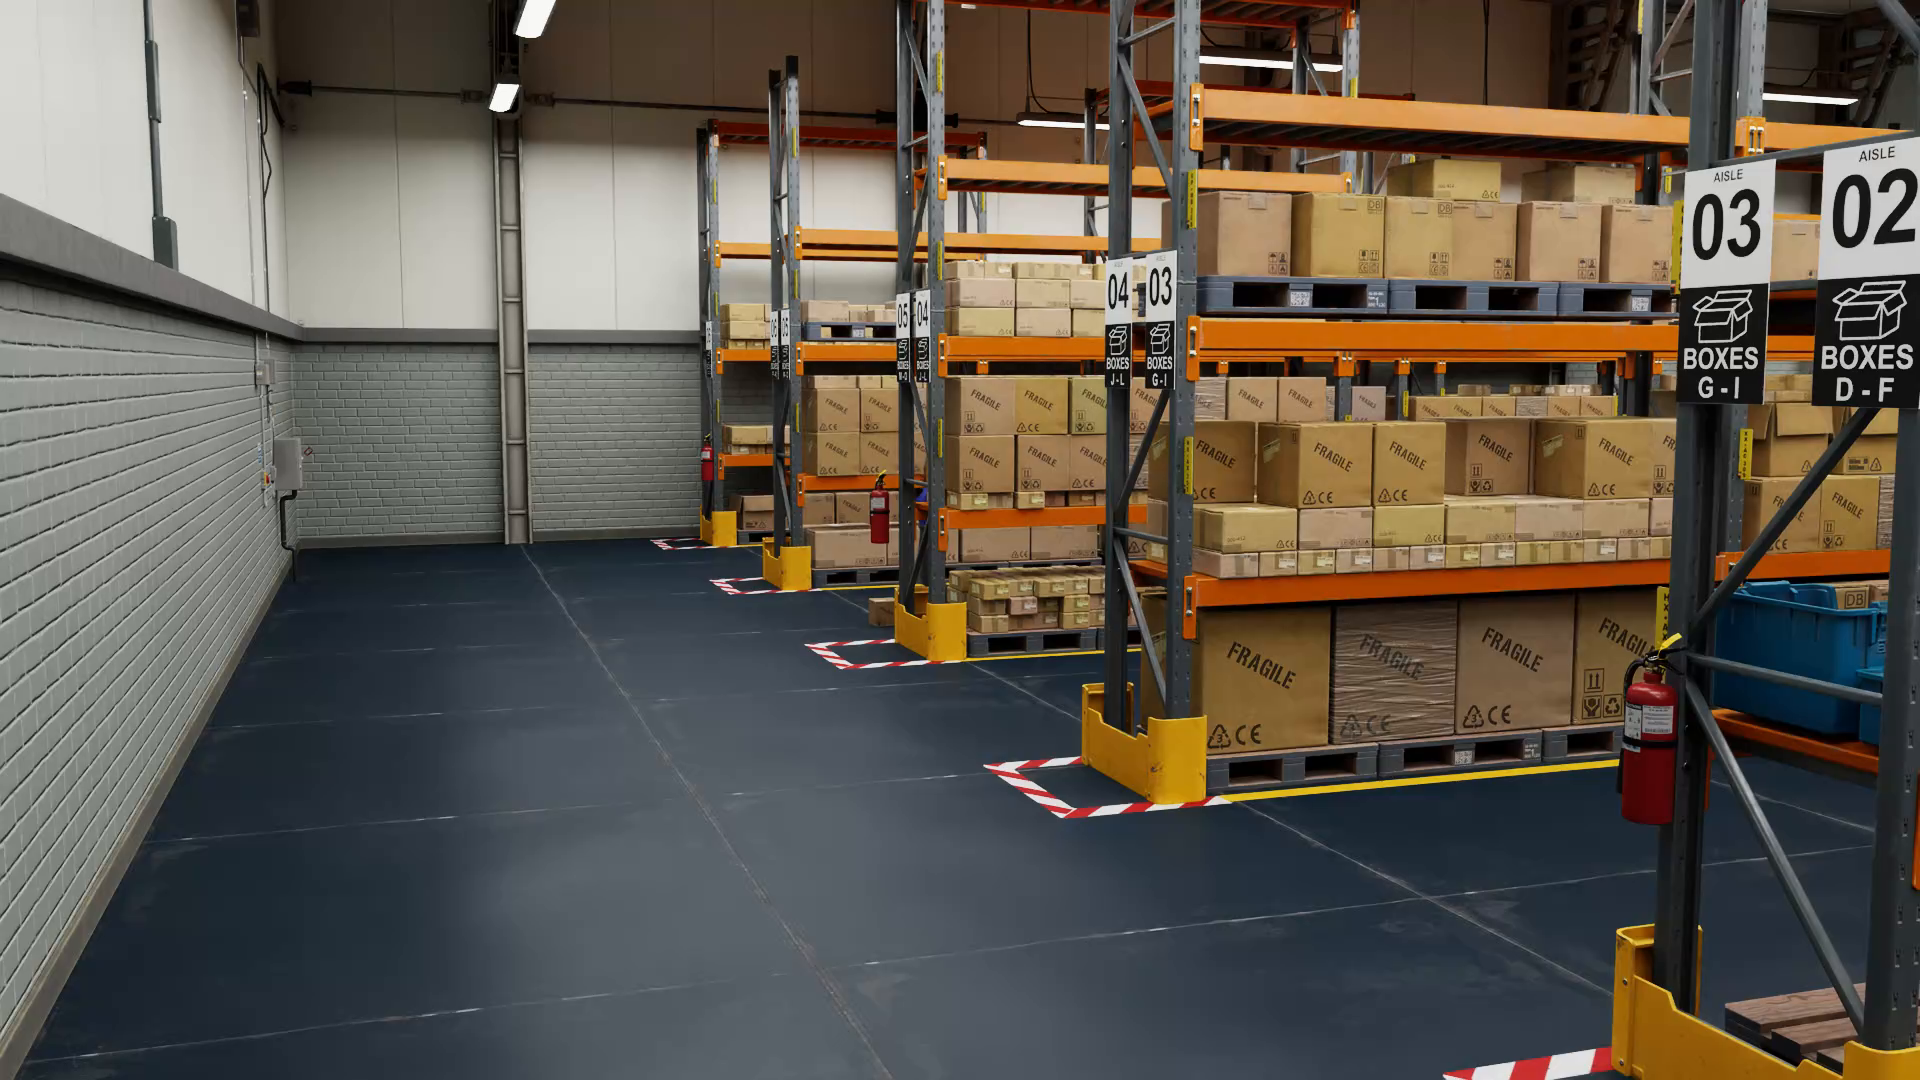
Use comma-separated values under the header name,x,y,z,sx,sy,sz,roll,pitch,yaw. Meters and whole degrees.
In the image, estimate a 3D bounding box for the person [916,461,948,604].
name,x,y,z,sx,sy,sz,roll,pitch,yaw
person,-0.277,0.006,16.565,0.300,1.658,0.438,-2,6,-17
